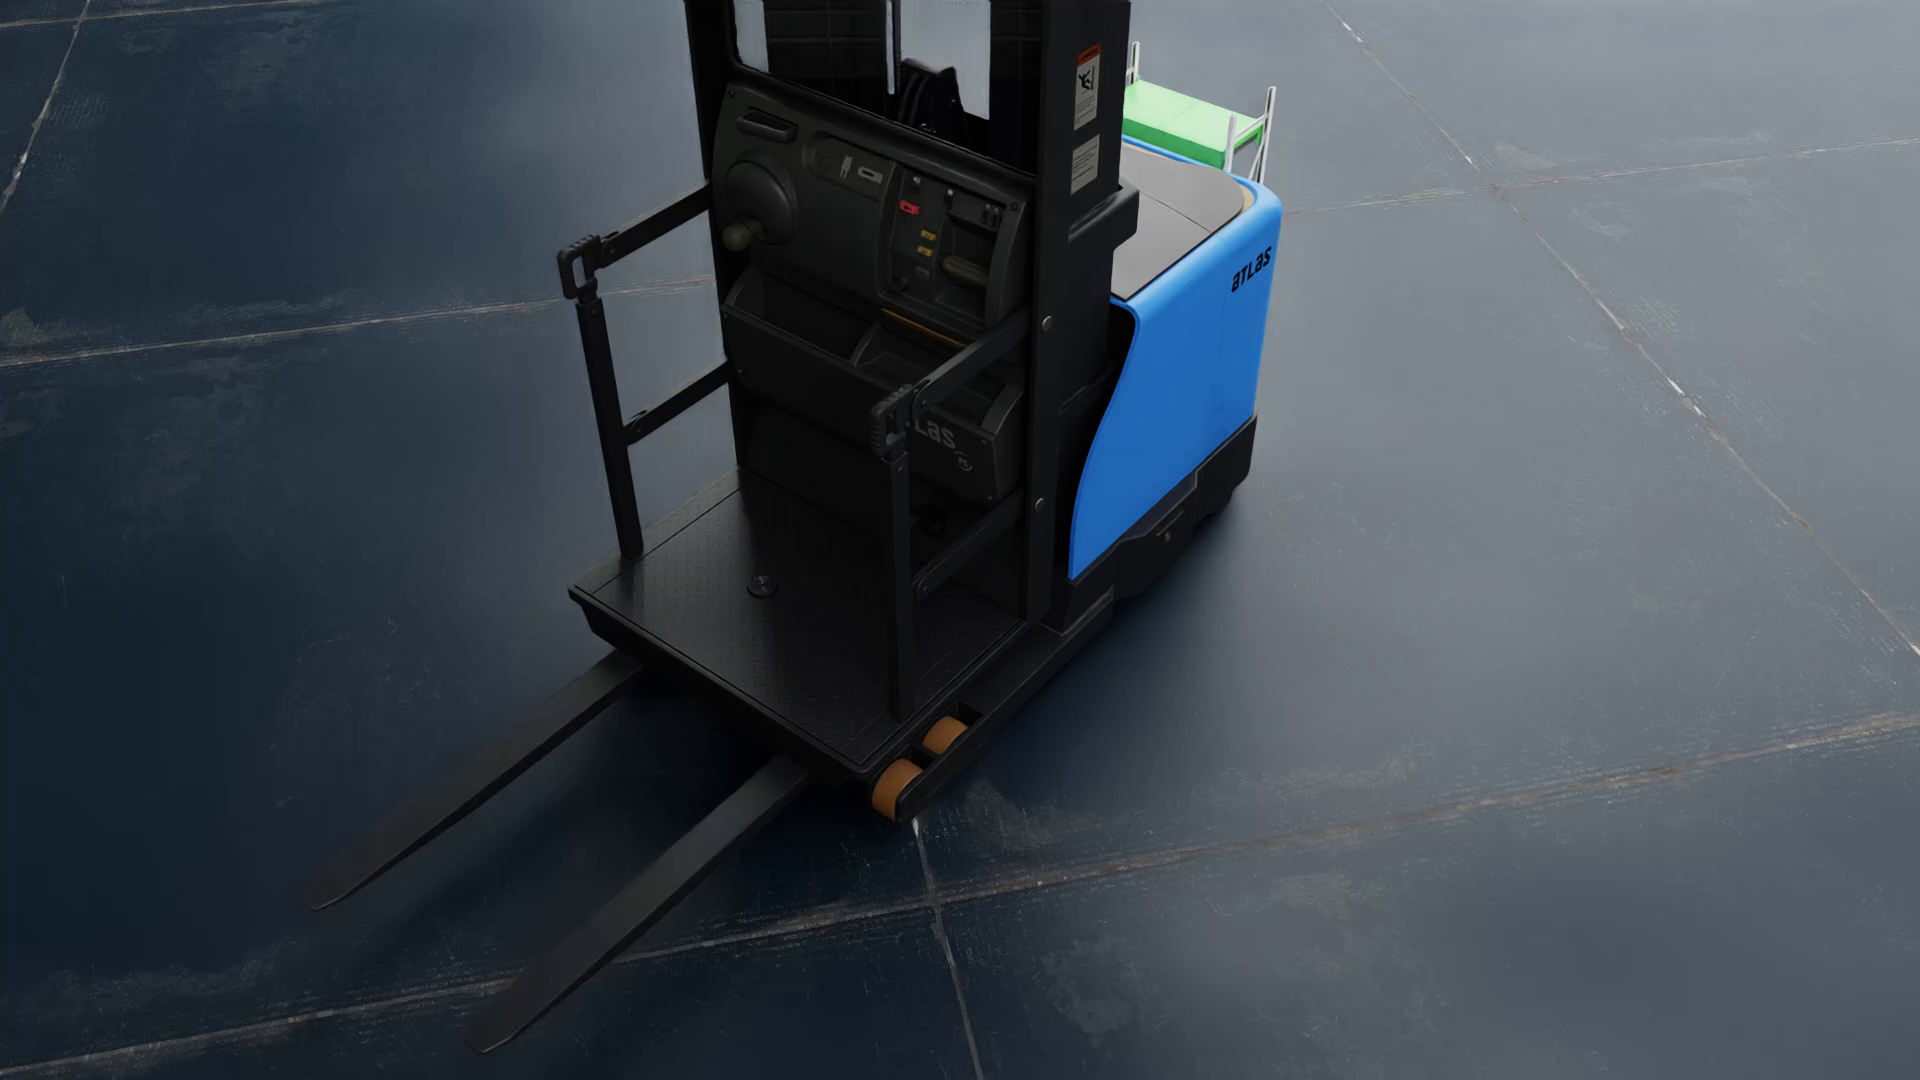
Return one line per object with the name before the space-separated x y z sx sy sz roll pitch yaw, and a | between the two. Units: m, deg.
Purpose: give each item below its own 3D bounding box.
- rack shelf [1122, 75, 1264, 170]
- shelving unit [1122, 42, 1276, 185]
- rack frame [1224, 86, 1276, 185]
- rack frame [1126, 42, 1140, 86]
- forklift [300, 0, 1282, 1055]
rack shelf | 0.672 -1.254 5.131 0.480 0.148 0.258 28 48 28
shelving unit | 0.671 -0.942 5.406 0.503 1.200 0.258 28 48 28
rack frame | 0.862 -0.841 5.293 0.015 1.200 0.240 28 48 28
rack frame | 0.480 -1.043 5.520 0.015 1.200 0.240 28 48 28
forklift | -0.368 -0.726 3.860 1.130 2.935 3.031 28 49 28
